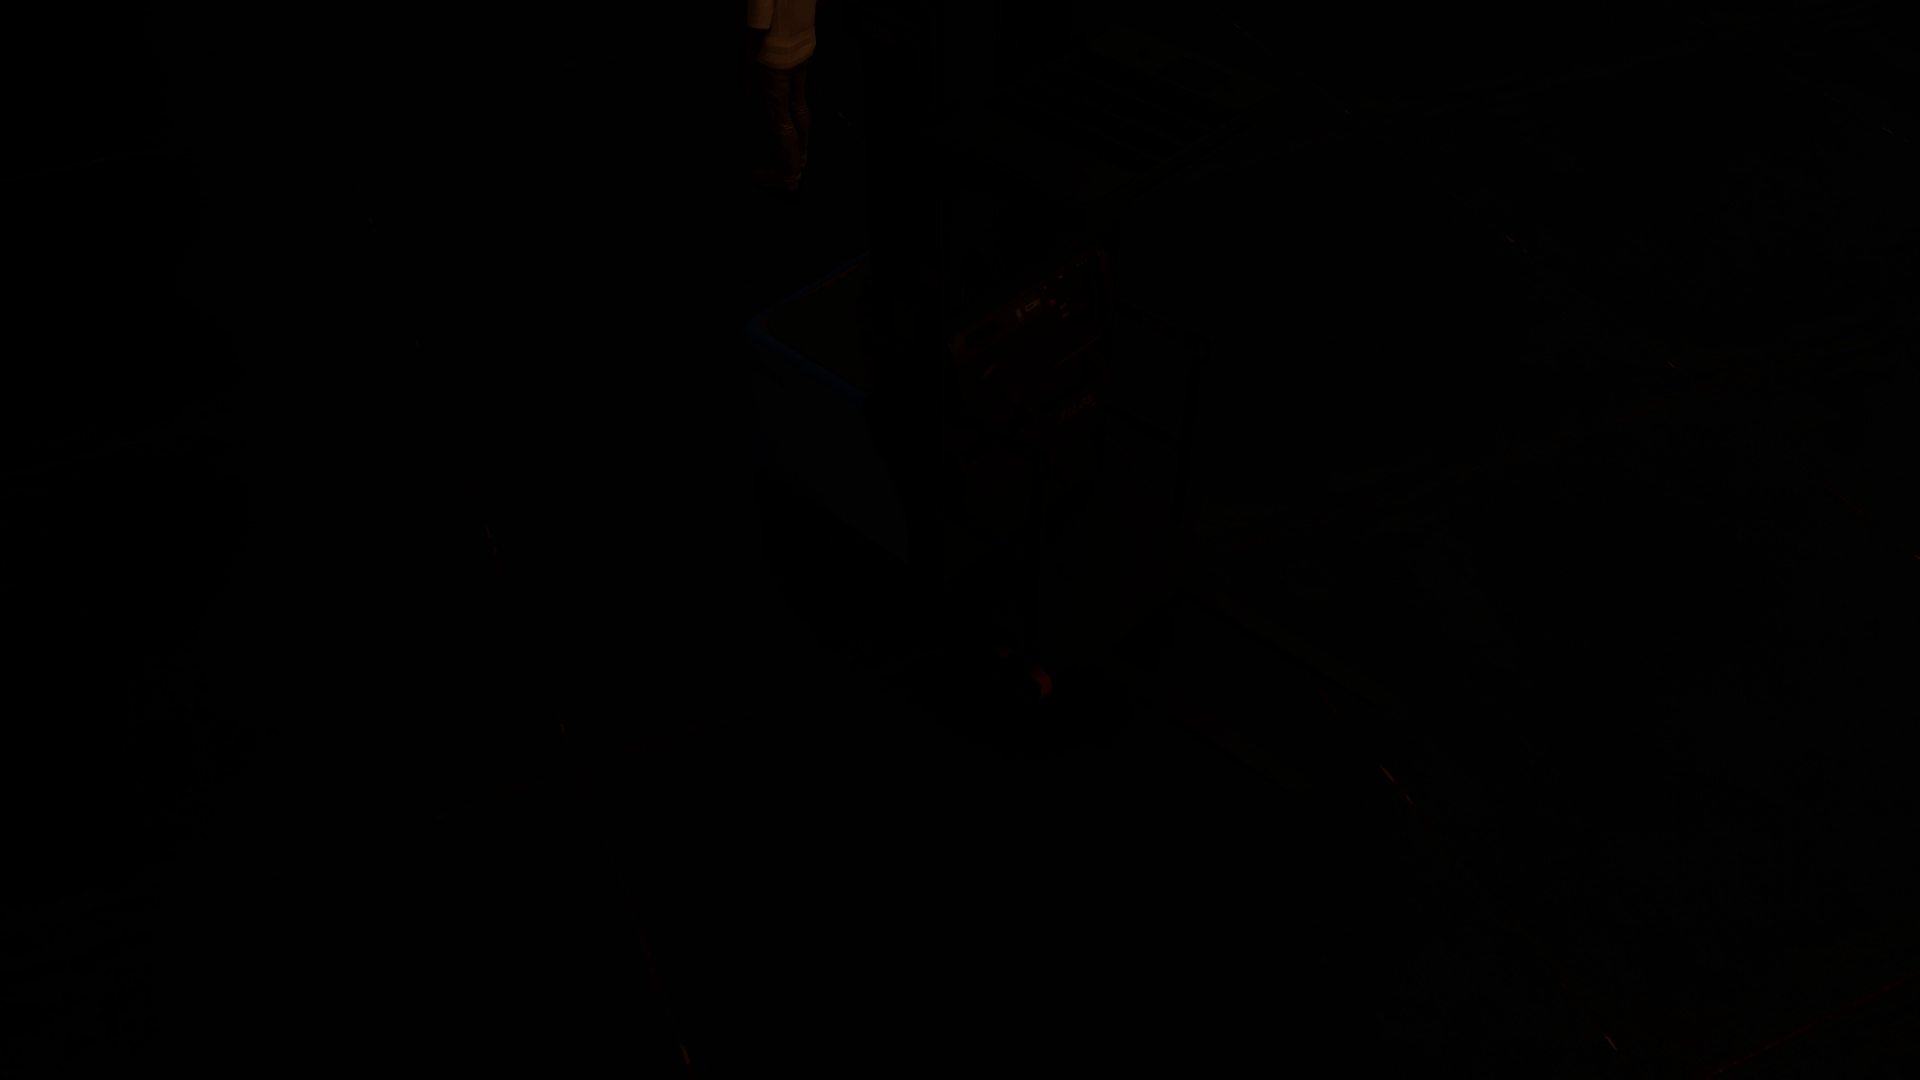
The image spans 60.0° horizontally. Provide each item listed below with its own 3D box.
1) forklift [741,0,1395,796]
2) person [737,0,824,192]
[{"bbox_3d":[0.445,-0.788,6.525,3.031,2.935,1.130,32,52,30],"label":"forklift"},{"bbox_3d":[-1.089,-2.832,9.558,0.575,1.767,0.665,25,49,24],"label":"person"}]
